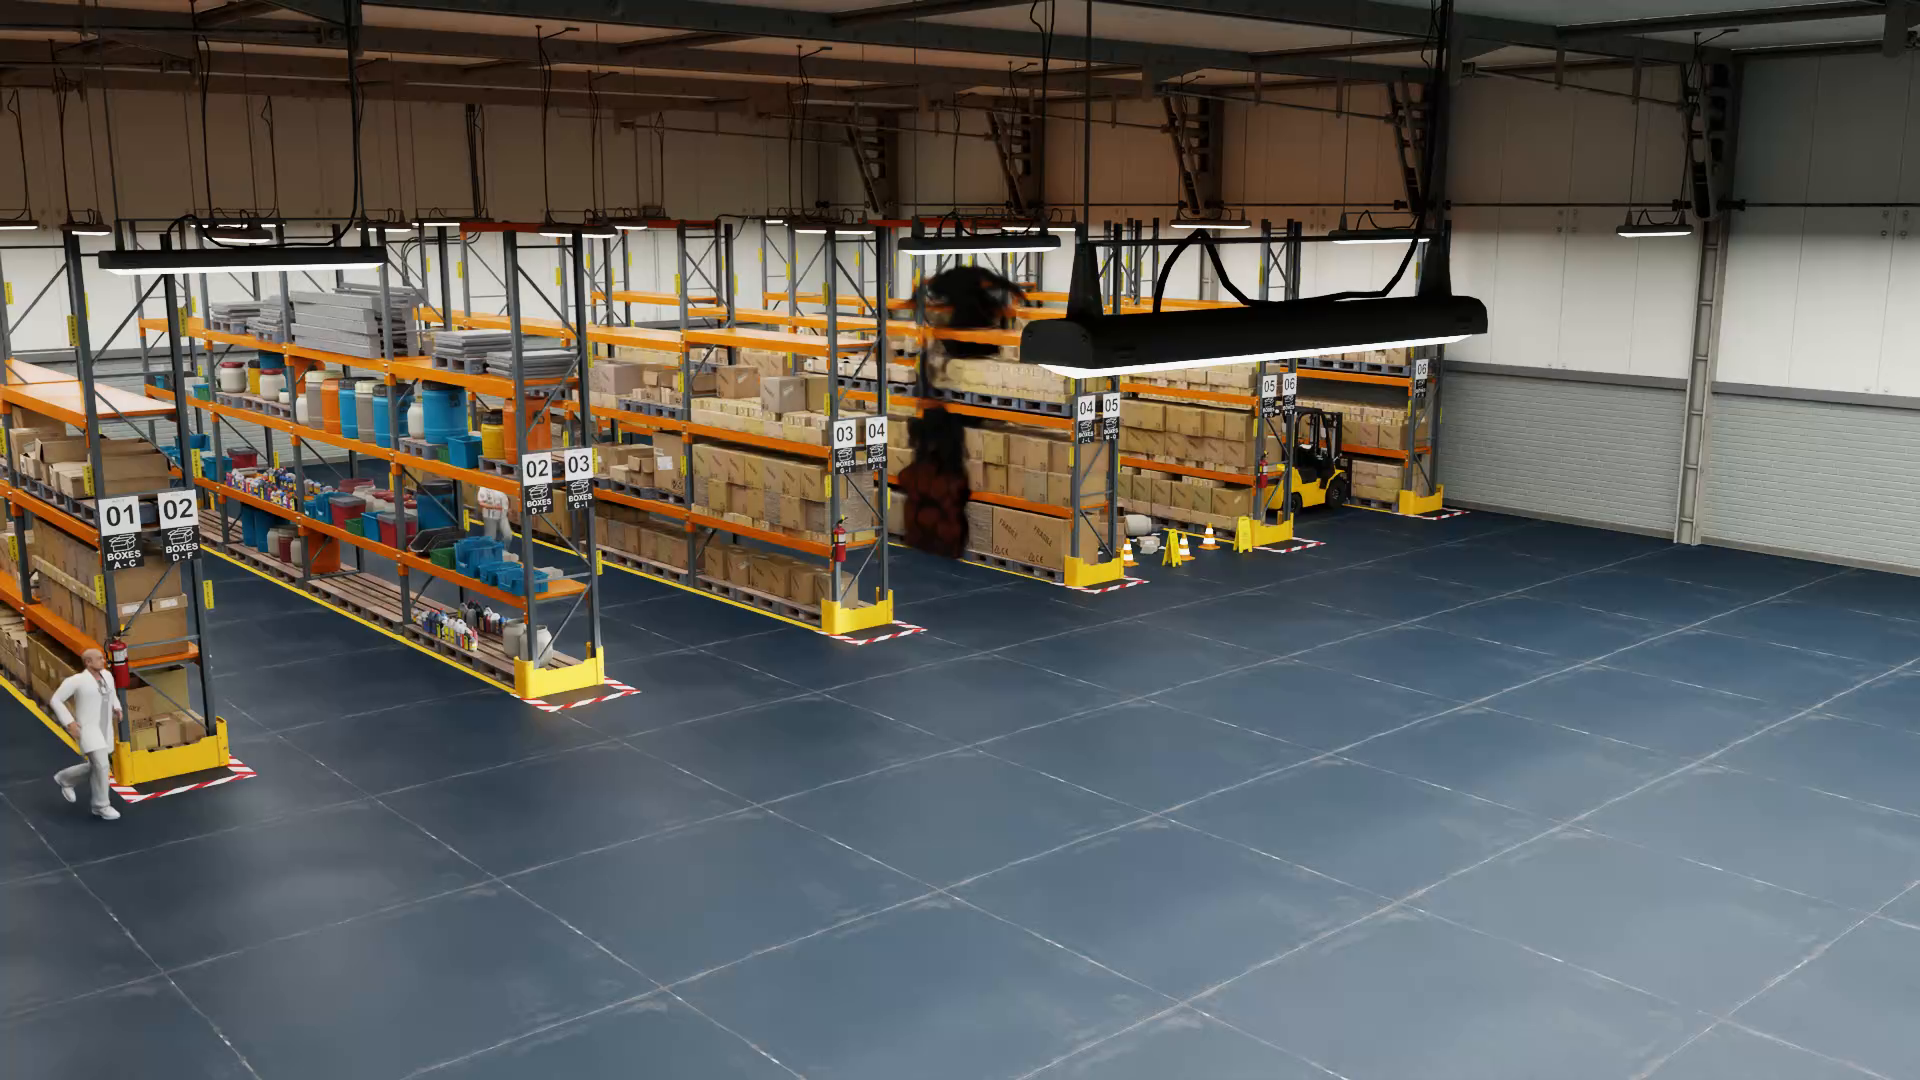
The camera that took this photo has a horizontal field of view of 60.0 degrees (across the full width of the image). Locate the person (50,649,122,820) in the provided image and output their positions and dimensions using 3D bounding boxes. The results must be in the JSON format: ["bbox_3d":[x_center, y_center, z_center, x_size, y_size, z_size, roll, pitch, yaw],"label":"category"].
[{"bbox_3d":[-9.185,2.010,17.579,0.918,1.748,0.753,3,12,16],"label":"person"}]

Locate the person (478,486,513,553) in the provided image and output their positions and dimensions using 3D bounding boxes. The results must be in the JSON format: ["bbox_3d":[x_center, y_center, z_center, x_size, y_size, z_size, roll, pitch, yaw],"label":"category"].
[{"bbox_3d":[-8.182,-0.374,29.385,0.680,1.852,0.752,-11,16,-43],"label":"person"}]

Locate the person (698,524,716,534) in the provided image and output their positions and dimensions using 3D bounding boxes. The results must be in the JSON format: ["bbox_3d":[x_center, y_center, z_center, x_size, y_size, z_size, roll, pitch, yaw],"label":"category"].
[{"bbox_3d":[-4.702,-0.777,31.535,0.588,1.621,0.774,-10,15,-40],"label":"person"}]
